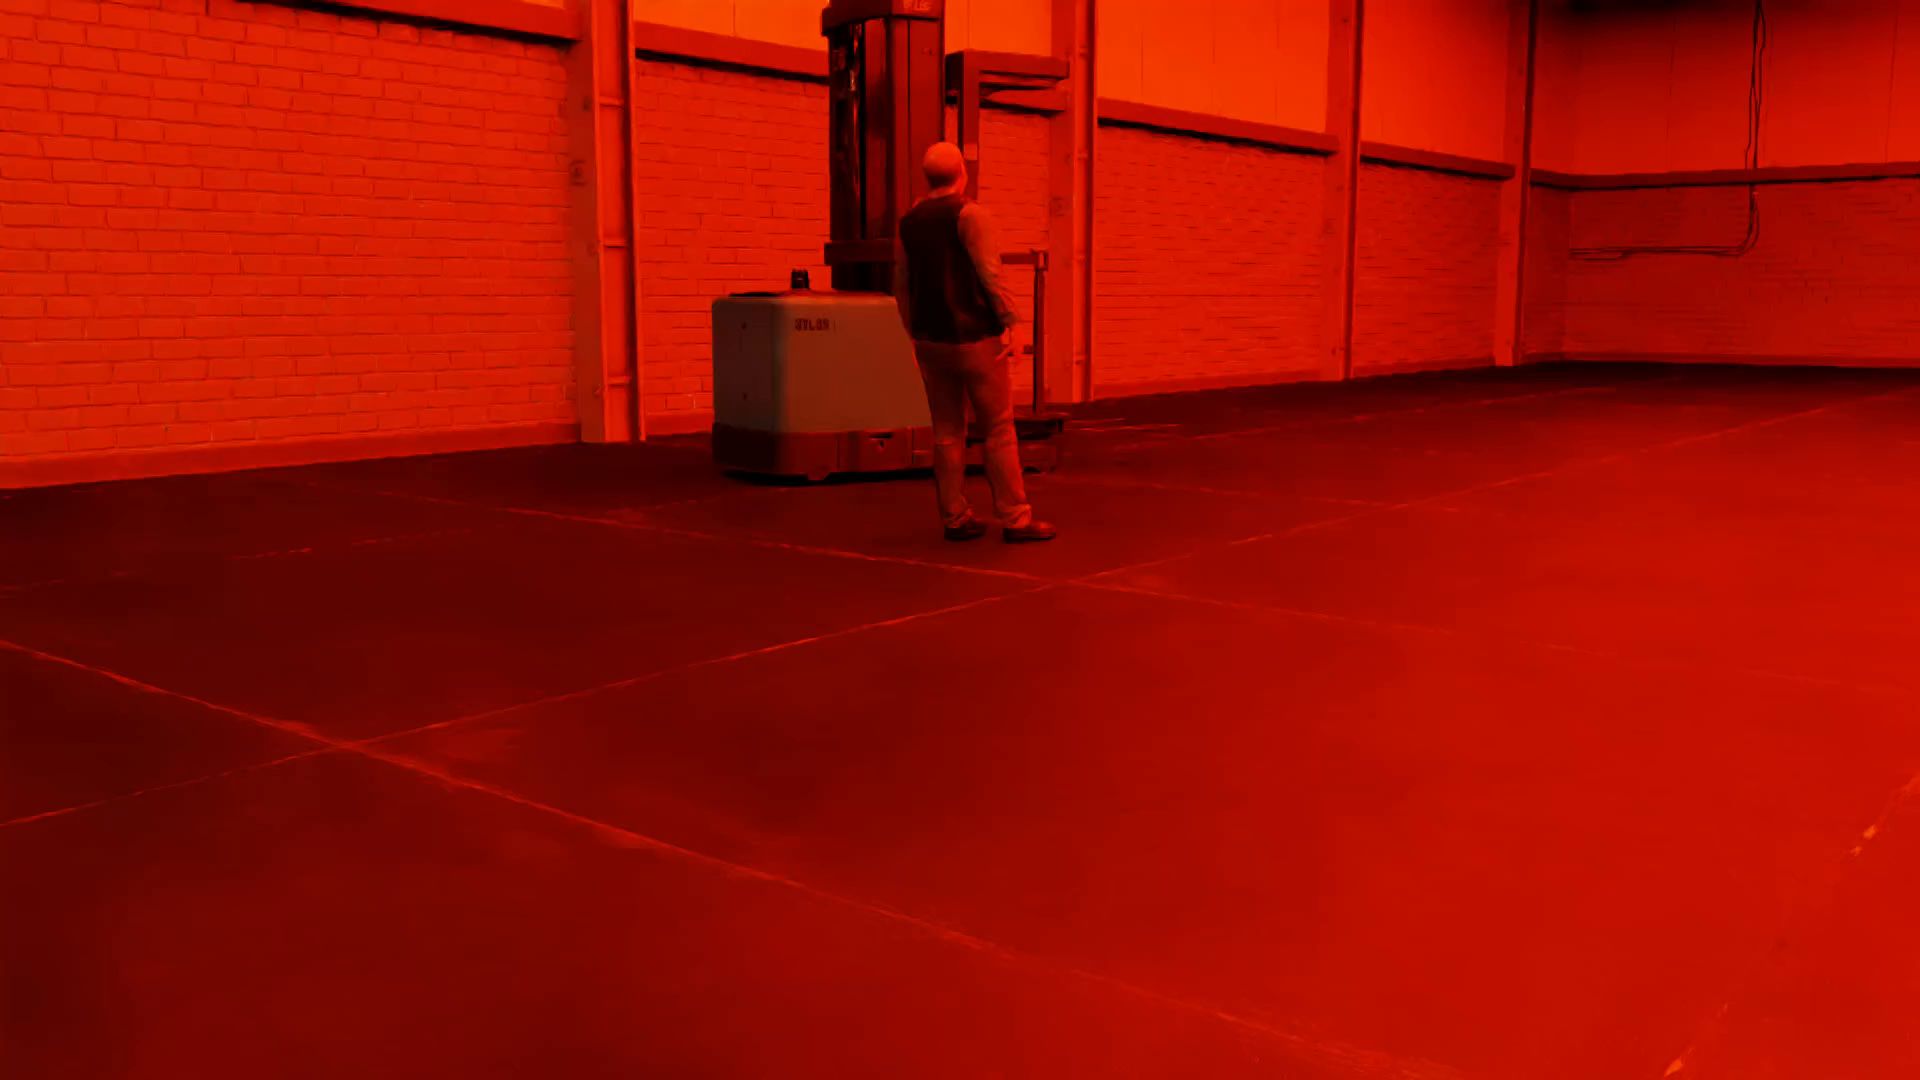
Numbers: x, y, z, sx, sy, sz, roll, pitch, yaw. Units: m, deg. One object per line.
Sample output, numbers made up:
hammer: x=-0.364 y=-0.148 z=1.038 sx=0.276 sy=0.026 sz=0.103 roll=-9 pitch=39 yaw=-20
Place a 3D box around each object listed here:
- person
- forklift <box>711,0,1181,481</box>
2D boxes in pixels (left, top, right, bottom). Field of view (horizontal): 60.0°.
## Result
person: x=0.046 y=-0.865 z=7.322 sx=0.632 sy=1.720 sz=0.567 roll=7 pitch=11 yaw=38
forklift: x=0.003 y=-1.921 z=10.406 sx=3.031 sy=2.935 sz=1.130 roll=-5 pitch=10 yaw=-31
